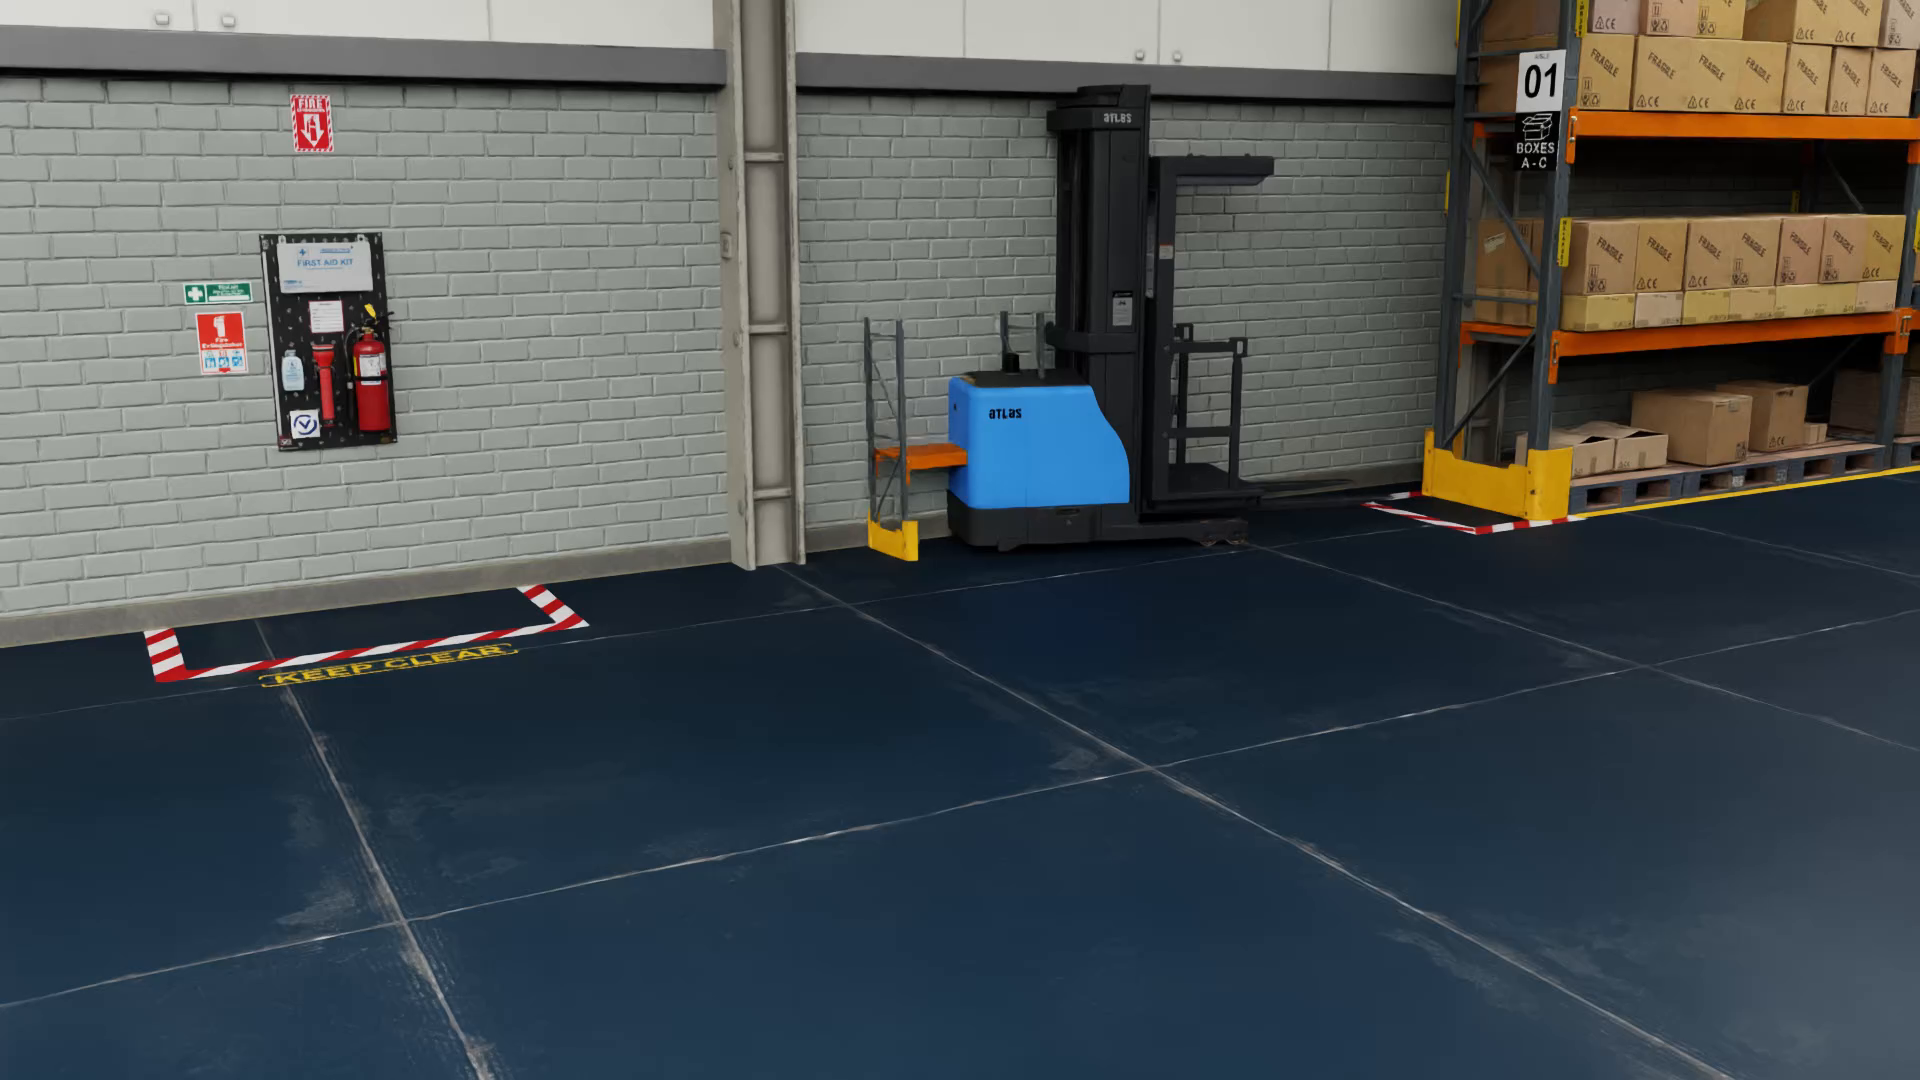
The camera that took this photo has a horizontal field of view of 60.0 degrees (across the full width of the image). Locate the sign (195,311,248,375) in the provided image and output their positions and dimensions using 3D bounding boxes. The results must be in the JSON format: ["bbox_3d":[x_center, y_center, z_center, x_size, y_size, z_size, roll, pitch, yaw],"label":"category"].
[{"bbox_3d":[-3.933,-1.050,8.862,0.234,0.329,0.001,-7,14,-28],"label":"sign"}]

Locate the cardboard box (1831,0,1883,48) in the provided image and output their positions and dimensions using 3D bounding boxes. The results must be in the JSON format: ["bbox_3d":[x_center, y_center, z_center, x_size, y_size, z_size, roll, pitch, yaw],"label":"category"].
[{"bbox_3d":[6.578,-3.980,12.579,0.500,0.500,0.500,-6,14,-25],"label":"cardboard box"}]

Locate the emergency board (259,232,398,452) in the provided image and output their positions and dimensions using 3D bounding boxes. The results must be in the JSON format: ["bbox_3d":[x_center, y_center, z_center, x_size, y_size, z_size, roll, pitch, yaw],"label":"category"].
[{"bbox_3d":[-3.399,-1.071,9.036,0.643,1.169,0.194,-7,14,-28],"label":"emergency board"}]

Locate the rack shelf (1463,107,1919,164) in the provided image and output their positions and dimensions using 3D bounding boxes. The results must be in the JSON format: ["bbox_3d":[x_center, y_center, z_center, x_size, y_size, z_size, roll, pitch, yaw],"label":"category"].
[{"bbox_3d":[5.611,-3.037,12.580,4.000,0.370,1.077,-7,14,-28],"label":"rack shelf"}]

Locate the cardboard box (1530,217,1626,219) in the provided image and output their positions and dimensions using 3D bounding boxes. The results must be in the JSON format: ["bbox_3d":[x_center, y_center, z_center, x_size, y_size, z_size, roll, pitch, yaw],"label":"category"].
[{"bbox_3d":[4.614,-2.158,12.456,0.500,0.500,0.500,-7,14,-27],"label":"cardboard box"}]

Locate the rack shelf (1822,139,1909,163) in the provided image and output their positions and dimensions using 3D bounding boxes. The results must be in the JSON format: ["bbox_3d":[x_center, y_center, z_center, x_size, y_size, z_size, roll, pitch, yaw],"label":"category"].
[{"bbox_3d":[9.122,-3.458,14.449,4.000,0.370,1.077,-7,14,-28],"label":"rack shelf"}]

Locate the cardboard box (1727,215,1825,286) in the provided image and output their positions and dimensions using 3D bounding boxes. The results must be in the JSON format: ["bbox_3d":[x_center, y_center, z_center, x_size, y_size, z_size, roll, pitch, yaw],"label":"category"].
[{"bbox_3d":[6.217,-2.224,12.746,0.500,0.500,0.500,-7,15,-29],"label":"cardboard box"}]

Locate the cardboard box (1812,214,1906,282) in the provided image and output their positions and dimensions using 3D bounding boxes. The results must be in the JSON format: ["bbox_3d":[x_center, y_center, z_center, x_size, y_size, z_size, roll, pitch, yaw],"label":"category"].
[{"bbox_3d":[7.099,-2.328,13.211,0.500,0.500,0.500,-7,14,-28],"label":"cardboard box"}]

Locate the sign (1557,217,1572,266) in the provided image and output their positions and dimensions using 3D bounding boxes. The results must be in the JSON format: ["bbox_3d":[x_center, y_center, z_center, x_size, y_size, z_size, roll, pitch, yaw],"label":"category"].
[{"bbox_3d":[4.115,-2.032,11.335,0.005,0.325,0.100,-7,14,-28],"label":"sign"}]

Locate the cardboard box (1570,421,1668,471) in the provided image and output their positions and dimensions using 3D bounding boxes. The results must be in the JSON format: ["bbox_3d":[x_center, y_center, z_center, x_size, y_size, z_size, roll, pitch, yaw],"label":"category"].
[{"bbox_3d":[5.006,-0.733,12.655,0.500,0.311,0.500,-6,14,-23],"label":"cardboard box"}]

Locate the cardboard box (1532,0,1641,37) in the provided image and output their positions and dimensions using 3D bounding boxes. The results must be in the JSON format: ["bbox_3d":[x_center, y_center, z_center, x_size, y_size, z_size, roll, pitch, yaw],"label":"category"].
[{"bbox_3d":[4.310,-3.718,11.415,0.500,0.500,0.500,-8,15,-32],"label":"cardboard box"}]

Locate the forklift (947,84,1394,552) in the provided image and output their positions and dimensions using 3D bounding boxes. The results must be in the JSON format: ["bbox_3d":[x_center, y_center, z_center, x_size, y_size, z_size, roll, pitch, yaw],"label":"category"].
[{"bbox_3d":[1.426,-1.501,11.102,3.031,2.935,1.130,-3,13,-12],"label":"forklift"}]

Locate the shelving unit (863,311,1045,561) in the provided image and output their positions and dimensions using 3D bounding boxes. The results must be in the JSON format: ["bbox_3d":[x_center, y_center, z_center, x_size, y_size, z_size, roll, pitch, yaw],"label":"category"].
[{"bbox_3d":[-0.014,-0.703,10.787,1.083,1.500,0.587,-7,12,-28],"label":"shelving unit"}]

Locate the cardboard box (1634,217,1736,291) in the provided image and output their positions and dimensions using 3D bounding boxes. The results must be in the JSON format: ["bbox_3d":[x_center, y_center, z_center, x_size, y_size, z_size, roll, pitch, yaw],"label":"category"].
[{"bbox_3d":[5.313,-2.112,12.251,0.500,0.500,0.500,-7,15,-30],"label":"cardboard box"}]

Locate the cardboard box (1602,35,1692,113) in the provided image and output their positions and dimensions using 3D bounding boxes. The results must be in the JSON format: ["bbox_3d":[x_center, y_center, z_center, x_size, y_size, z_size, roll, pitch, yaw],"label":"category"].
[{"bbox_3d":[4.757,-3.273,11.715,0.500,0.500,0.500,-6,14,-24],"label":"cardboard box"}]

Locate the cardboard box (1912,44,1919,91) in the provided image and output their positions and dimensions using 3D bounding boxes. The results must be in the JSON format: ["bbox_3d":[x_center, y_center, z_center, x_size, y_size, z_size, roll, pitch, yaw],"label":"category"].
[{"bbox_3d":[7.884,-3.894,13.565,0.500,0.500,0.500,-5,13,-20],"label":"cardboard box"}]

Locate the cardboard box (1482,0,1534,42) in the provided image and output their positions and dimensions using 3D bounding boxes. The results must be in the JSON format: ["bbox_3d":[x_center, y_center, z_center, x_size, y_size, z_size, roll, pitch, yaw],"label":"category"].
[{"bbox_3d":[4.108,-3.820,11.868,0.500,0.500,0.500,-6,14,-25],"label":"cardboard box"}]

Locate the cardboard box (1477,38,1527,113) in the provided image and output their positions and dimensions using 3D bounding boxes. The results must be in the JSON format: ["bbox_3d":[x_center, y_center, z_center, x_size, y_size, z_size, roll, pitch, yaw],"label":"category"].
[{"bbox_3d":[4.100,-3.329,11.964,0.500,0.500,0.500,-6,14,-24],"label":"cardboard box"}]

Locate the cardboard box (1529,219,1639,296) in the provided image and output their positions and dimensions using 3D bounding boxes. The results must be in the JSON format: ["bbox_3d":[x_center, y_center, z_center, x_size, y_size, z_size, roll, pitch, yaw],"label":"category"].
[{"bbox_3d":[4.418,-2.009,11.793,0.500,0.500,0.500,-7,14,-28],"label":"cardboard box"}]

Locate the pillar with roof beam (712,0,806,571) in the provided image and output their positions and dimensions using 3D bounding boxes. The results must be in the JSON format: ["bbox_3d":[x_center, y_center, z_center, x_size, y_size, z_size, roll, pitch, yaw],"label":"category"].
[{"bbox_3d":[0.852,-3.421,5.813,0.400,9.000,9.100,-7,14,-28],"label":"pillar with roof beam"}]

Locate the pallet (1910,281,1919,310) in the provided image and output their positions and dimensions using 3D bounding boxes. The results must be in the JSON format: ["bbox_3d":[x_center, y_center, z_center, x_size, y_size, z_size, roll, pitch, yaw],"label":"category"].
[{"bbox_3d":[8.107,-2.094,14.019,1.213,0.211,1.003,-7,14,-28],"label":"pallet"}]

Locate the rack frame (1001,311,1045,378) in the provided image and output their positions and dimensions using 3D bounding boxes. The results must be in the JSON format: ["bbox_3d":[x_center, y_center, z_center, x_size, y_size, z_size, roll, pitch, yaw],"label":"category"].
[{"bbox_3d":[0.423,-0.758,11.024,0.032,1.500,0.500,-7,12,-28],"label":"rack frame"}]

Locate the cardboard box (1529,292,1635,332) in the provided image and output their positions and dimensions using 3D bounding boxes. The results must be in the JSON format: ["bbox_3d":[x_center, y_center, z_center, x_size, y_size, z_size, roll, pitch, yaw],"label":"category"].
[{"bbox_3d":[4.436,-1.641,11.865,0.500,0.250,0.500,-7,15,-29],"label":"cardboard box"}]

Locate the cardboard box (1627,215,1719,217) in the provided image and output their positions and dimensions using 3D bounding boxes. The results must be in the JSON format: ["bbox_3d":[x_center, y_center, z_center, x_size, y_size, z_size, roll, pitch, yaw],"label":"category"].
[{"bbox_3d":[5.507,-2.267,12.937,0.500,0.500,0.500,-7,14,-27],"label":"cardboard box"}]

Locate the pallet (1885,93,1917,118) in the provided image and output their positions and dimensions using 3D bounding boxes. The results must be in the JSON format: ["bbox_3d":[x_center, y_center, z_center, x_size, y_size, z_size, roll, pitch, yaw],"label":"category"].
[{"bbox_3d":[7.959,-3.551,13.653,1.003,0.211,1.213,-7,14,-28],"label":"pallet"}]

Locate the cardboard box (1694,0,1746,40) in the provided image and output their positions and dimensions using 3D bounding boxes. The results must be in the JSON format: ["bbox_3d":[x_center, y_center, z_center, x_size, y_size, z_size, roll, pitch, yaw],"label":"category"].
[{"bbox_3d":[5.219,-3.817,11.855,0.500,0.500,0.500,-6,14,-26],"label":"cardboard box"}]

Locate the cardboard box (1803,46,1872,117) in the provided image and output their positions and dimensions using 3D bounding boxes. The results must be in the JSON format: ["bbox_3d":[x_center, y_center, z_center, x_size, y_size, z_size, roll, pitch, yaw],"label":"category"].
[{"bbox_3d":[6.591,-3.506,12.749,0.500,0.500,0.500,-8,15,-33],"label":"cardboard box"}]

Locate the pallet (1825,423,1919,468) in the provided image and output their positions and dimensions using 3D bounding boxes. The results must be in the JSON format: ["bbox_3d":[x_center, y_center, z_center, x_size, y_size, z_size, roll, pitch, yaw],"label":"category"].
[{"bbox_3d":[8.049,-0.857,14.436,1.213,0.211,1.003,-7,14,-28],"label":"pallet"}]

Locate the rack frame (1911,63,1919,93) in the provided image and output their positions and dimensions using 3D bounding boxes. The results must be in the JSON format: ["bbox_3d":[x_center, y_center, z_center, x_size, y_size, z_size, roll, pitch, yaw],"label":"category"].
[{"bbox_3d":[7.366,-5.062,13.106,0.127,3.000,1.000,-7,14,-28],"label":"rack frame"}]

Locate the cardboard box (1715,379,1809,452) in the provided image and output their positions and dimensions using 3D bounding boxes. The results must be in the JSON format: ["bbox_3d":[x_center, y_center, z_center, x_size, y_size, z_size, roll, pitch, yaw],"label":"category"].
[{"bbox_3d":[6.474,-1.013,13.472,0.500,0.500,0.500,-8,15,-32],"label":"cardboard box"}]

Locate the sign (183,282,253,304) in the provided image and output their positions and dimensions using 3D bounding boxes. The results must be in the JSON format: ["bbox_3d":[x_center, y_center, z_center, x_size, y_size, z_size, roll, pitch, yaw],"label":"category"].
[{"bbox_3d":[-3.925,-1.307,8.798,0.331,0.109,0.001,-7,14,-28],"label":"sign"}]

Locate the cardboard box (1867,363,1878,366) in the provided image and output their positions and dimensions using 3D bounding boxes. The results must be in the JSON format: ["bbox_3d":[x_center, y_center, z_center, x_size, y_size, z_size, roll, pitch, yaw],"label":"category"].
[{"bbox_3d":[8.434,-1.275,14.634,0.500,0.500,0.700,-7,15,-29],"label":"cardboard box"}]

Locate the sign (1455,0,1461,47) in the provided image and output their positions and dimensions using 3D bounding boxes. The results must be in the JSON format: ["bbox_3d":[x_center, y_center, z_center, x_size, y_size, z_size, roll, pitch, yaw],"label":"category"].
[{"bbox_3d":[3.607,-3.719,11.953,0.005,0.325,0.100,-7,14,-28],"label":"sign"}]

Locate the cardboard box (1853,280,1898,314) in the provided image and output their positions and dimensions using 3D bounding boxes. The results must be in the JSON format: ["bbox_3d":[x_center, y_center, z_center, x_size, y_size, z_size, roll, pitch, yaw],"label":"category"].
[{"bbox_3d":[7.096,-1.964,13.298,0.500,0.250,0.500,-7,14,-28],"label":"cardboard box"}]

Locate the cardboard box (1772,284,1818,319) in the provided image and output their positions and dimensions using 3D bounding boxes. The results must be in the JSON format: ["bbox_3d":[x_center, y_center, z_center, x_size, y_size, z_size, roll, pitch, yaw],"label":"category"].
[{"bbox_3d":[6.220,-1.857,12.824,0.500,0.250,0.500,-7,14,-28],"label":"cardboard box"}]

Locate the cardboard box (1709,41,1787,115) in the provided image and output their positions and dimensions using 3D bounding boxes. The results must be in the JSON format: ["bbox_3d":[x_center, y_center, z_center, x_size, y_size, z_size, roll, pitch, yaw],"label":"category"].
[{"bbox_3d":[5.671,-3.389,12.230,0.500,0.500,0.500,-6,14,-24],"label":"cardboard box"}]

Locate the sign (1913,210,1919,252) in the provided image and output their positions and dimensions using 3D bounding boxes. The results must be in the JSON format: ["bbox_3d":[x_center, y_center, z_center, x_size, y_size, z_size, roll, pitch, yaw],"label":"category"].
[{"bbox_3d":[7.633,-2.454,13.209,0.005,0.325,0.100,-7,14,-28],"label":"sign"}]

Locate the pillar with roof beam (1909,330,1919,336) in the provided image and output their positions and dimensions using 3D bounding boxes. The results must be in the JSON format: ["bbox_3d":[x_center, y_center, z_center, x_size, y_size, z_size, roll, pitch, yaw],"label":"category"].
[{"bbox_3d":[11.384,-4.683,11.422,0.400,9.000,9.100,-7,14,-28],"label":"pillar with roof beam"}]

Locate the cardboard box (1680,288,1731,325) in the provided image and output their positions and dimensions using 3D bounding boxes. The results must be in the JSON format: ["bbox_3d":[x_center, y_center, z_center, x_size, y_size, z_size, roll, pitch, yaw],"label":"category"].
[{"bbox_3d":[5.335,-1.751,12.353,0.500,0.250,0.500,-7,15,-29],"label":"cardboard box"}]

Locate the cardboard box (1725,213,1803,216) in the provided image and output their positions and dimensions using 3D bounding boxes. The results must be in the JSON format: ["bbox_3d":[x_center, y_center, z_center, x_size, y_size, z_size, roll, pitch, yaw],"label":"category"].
[{"bbox_3d":[6.398,-2.375,13.417,0.500,0.500,0.500,-7,14,-28],"label":"cardboard box"}]

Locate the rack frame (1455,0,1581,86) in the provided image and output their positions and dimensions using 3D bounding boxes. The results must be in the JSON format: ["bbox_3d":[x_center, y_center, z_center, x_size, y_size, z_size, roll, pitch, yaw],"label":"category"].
[{"bbox_3d":[3.855,-4.641,11.236,0.127,3.000,1.000,-7,14,-28],"label":"rack frame"}]

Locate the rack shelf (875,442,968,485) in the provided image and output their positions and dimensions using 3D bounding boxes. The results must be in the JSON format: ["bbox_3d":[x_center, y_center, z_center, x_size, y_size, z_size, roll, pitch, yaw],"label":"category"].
[{"bbox_3d":[-0.017,-0.525,10.816,1.000,0.185,0.538,-7,12,-28],"label":"rack shelf"}]
